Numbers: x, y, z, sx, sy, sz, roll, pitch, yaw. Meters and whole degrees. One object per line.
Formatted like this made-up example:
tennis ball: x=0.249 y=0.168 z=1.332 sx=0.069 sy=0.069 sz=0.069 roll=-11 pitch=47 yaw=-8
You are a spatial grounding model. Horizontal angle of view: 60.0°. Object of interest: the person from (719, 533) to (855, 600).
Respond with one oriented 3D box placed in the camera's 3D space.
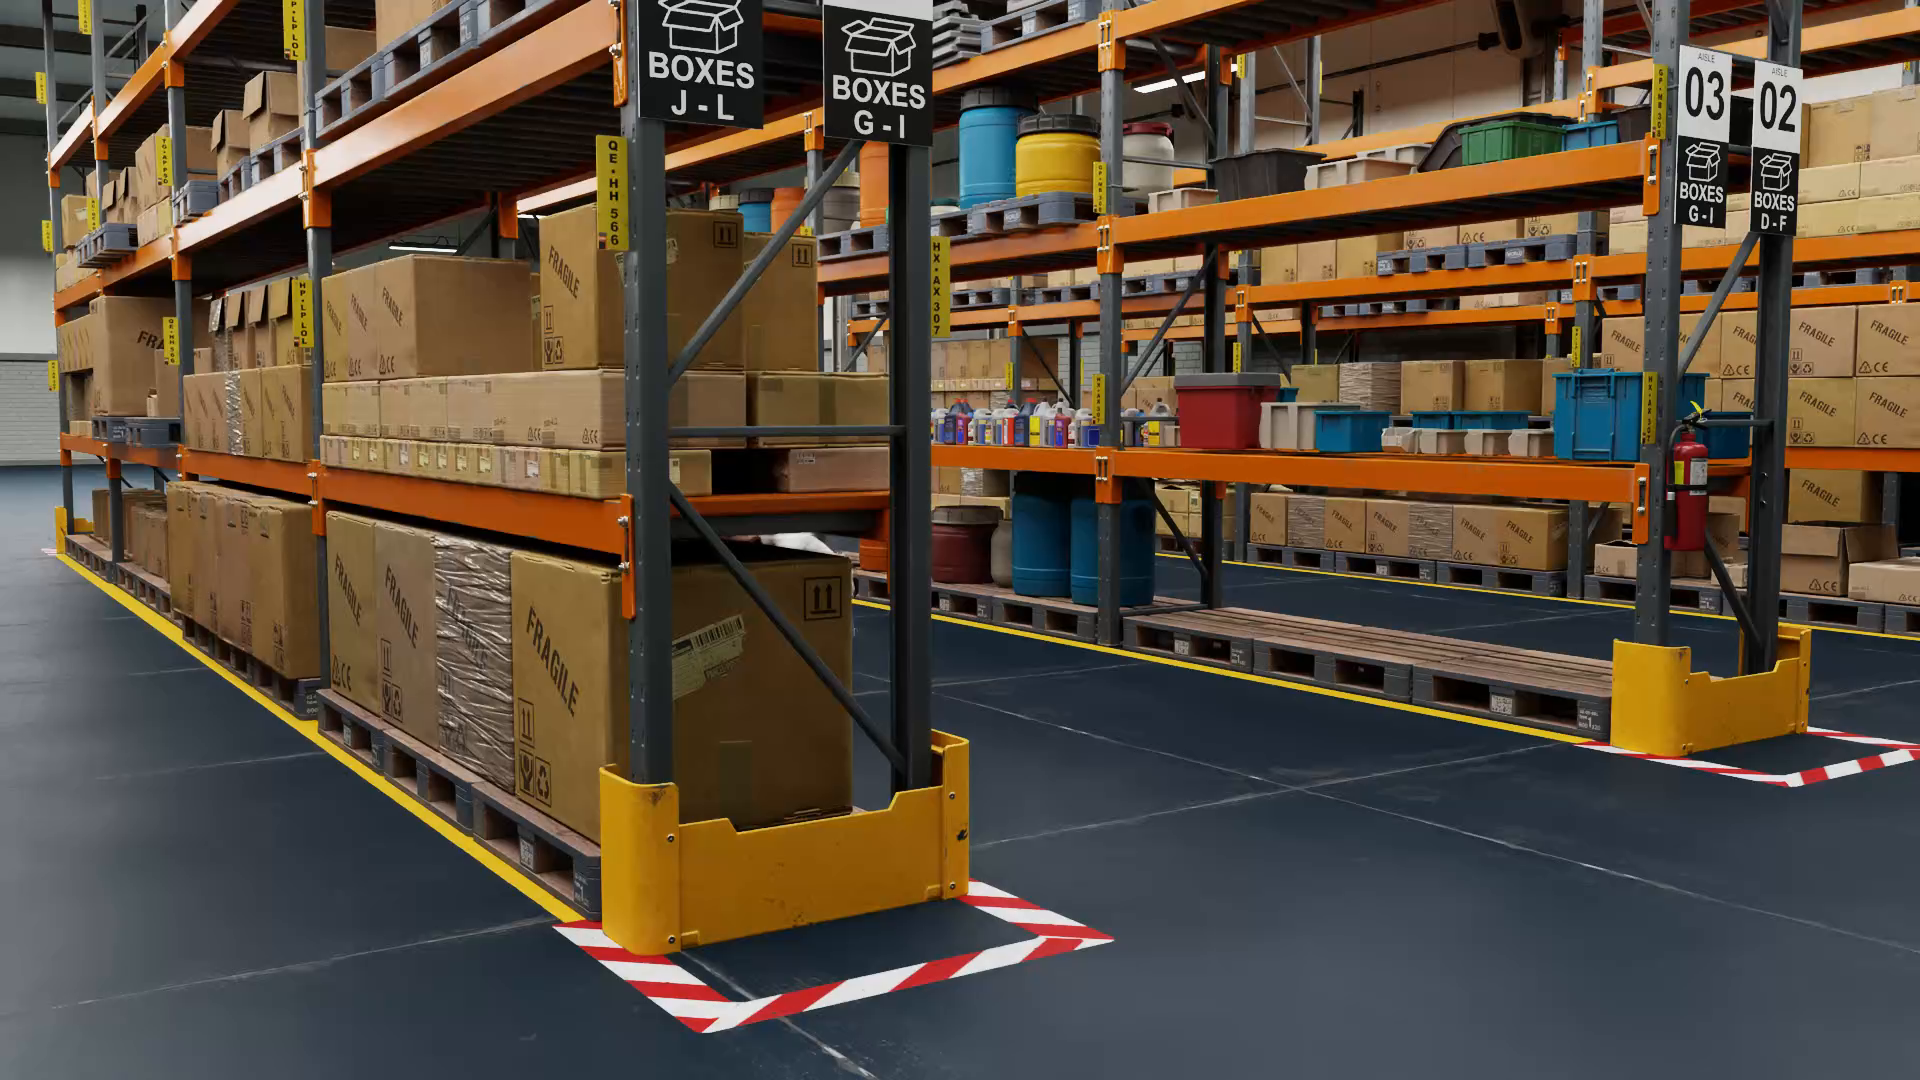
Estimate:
person: x=-0.991 y=0.357 z=9.156 sx=0.892 sy=1.004 sz=0.608 roll=-3 pitch=5 yaw=-34
